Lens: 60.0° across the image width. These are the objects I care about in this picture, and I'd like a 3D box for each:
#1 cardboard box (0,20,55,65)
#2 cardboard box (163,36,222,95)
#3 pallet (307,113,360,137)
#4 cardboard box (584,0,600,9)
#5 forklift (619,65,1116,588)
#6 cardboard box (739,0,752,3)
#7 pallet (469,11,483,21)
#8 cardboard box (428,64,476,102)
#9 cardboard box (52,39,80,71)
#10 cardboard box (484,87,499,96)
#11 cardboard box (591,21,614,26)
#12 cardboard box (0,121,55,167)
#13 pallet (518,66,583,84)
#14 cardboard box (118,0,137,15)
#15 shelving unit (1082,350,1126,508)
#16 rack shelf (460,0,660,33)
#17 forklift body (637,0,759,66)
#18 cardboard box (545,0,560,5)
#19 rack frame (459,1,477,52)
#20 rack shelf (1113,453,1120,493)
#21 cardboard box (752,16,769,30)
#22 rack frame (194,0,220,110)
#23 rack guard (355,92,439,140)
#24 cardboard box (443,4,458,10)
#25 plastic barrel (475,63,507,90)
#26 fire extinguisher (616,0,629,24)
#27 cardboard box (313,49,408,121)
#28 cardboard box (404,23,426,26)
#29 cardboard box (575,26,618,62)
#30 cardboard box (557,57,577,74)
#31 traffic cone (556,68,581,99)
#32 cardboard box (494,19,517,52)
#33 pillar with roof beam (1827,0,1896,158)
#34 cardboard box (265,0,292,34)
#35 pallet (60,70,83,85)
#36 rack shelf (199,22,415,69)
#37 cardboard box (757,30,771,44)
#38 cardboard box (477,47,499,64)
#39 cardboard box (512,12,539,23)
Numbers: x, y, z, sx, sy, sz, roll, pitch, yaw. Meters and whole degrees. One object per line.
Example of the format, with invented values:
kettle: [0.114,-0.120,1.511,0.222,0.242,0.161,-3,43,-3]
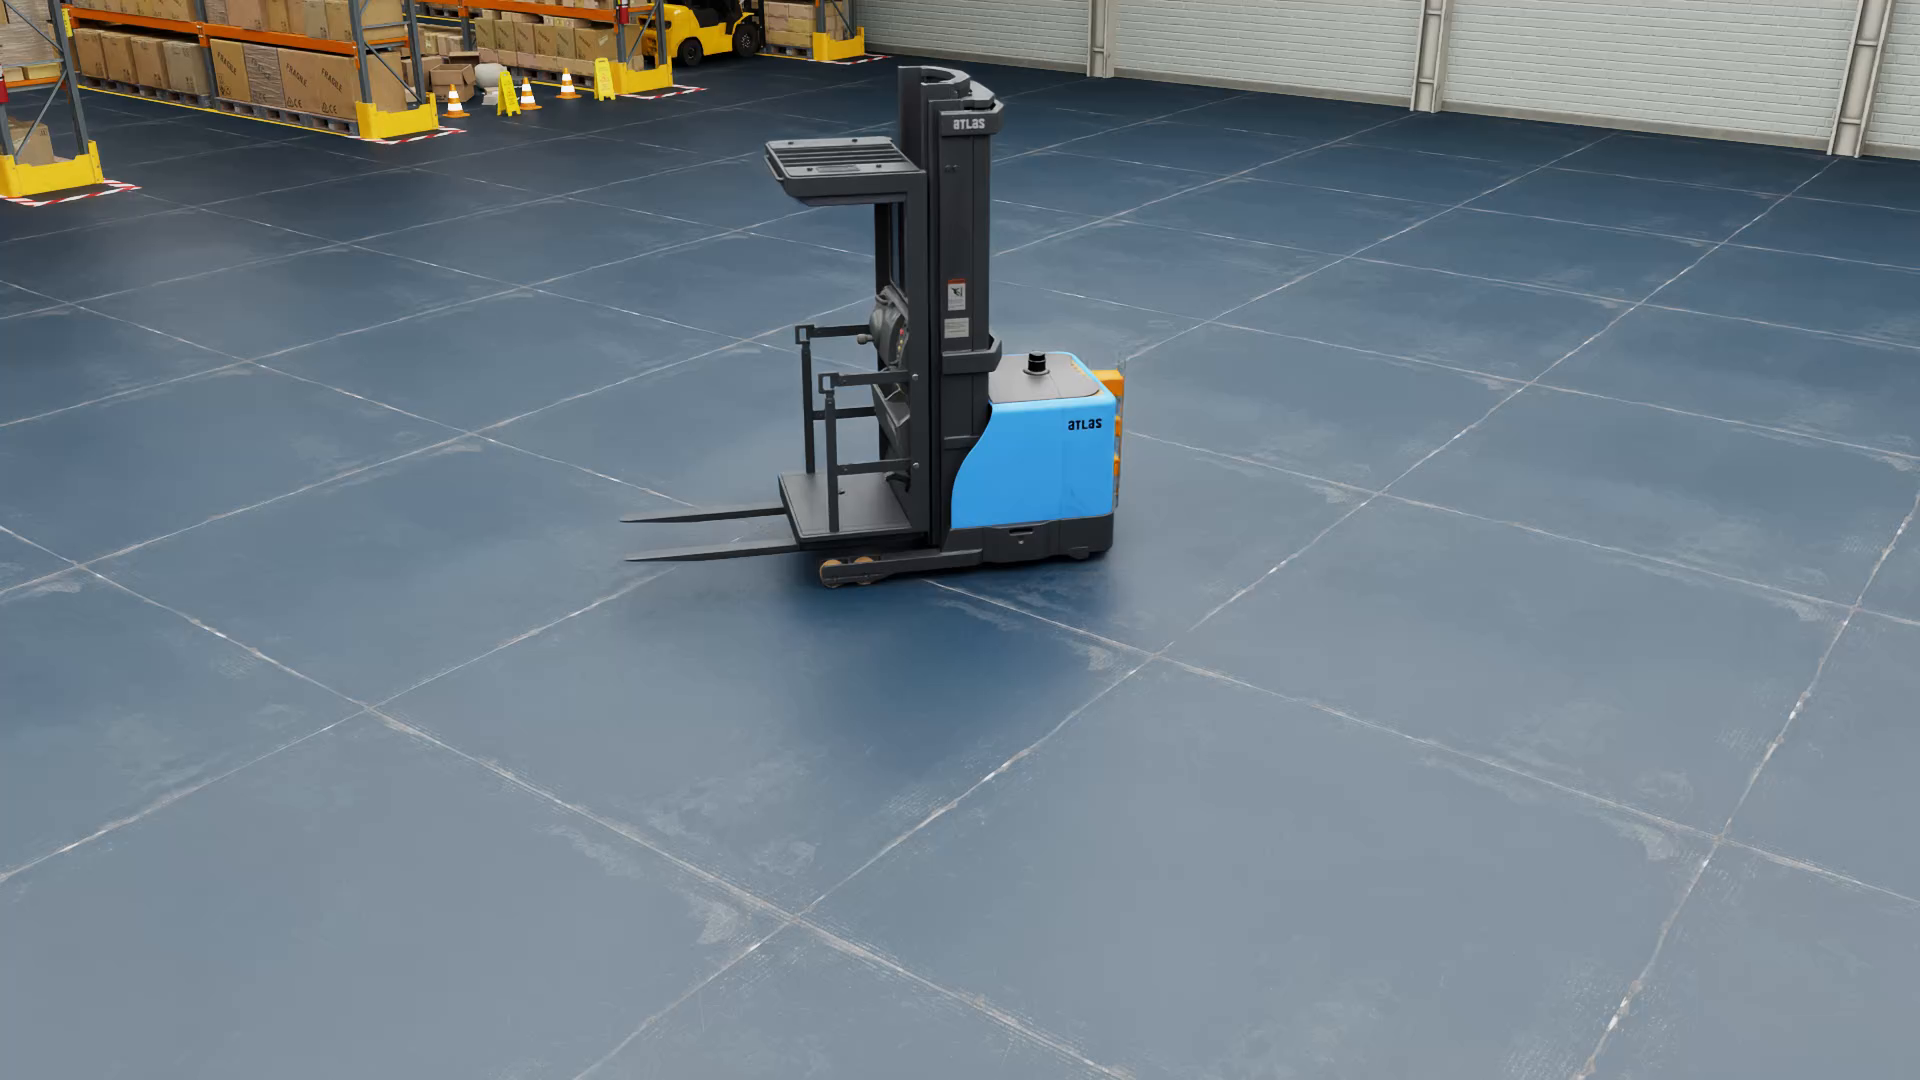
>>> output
cardboard box: [-11.649,-6.056,20.283,0.500,0.500,0.875,17,29,33]
cardboard box: [-11.921,-7.560,26.456,0.750,0.750,1.050,17,29,33]
pallet: [-8.856,-6.201,24.561,1.213,0.211,1.003,17,29,33]
cardboard box: [-5.978,-8.862,27.455,0.250,0.149,0.380,16,29,33]
forklift: [-0.608,-1.285,10.032,3.031,2.935,1.130,-5,24,-12]
cardboard box: [-4.086,-10.300,32.056,0.500,0.250,0.500,16,28,32]
pallet: [-10.256,-11.679,36.995,1.213,0.211,1.003,17,29,33]
cardboard box: [-8.205,-7.396,26.911,0.637,0.503,0.797,-1,24,-3]
cardboard box: [-15.254,-8.366,28.597,0.500,0.500,0.500,17,29,33]
cardboard box: [-7.541,-7.290,27.112,0.380,0.149,0.250,-10,26,-21]
cardboard box: [-6.201,-8.622,28.558,0.500,0.500,0.500,16,28,31]
cardboard box: [-11.715,-4.937,20.815,0.500,0.500,0.500,-20,31,-38]
pallet: [-6.943,-8.175,29.043,1.213,0.211,1.003,17,29,33]
cardboard box: [-13.164,-8.728,26.715,0.500,0.500,0.500,16,29,33]
shelving unit: [0.936,-0.734,11.105,0.252,1.050,0.215,-2,23,-7]
rack shelf: [-6.882,-9.084,28.540,4.000,0.370,1.077,17,29,33]
forklift body: [-4.919,-10.014,30.810,1.214,2.155,2.313,17,29,33]
cardboard box: [-6.775,-9.123,28.047,0.250,0.149,0.380,16,29,33]
rack frame: [-8.482,-9.897,29.493,0.127,3.000,1.000,17,29,33]
rack shelf: [0.933,-0.468,11.217,0.240,0.259,0.215,-2,23,-7]
cardboard box: [-3.705,-9.955,31.893,0.500,0.250,0.500,16,28,32]
rack frame: [-11.370,-8.276,25.813,0.127,3.000,1.000,17,29,33]
rack guard: [-8.150,-6.159,24.108,0.348,0.500,1.175,17,29,33]
cardboard box: [-11.226,-12.167,37.224,0.500,0.500,0.500,16,29,33]
plastic barrel: [-7.842,-7.762,27.842,0.512,0.421,0.421,-5,24,-12]
fire extinguisher: [-5.466,-8.718,26.913,0.183,0.674,0.296,17,29,33]
cardboard box: [-8.752,-6.671,24.285,0.875,0.875,0.875,17,29,34]
cardboard box: [-10.642,-9.539,31.417,0.625,0.372,0.950,16,28,32]
cardboard box: [-6.079,-8.317,27.865,0.500,0.500,0.500,17,29,34]
cardboard box: [-6.499,-8.100,28.304,0.500,0.250,0.500,17,29,33]
traffic cone: [-6.399,-7.457,27.100,0.334,0.463,0.336,17,29,33]
cardboard box: [-7.737,-8.819,29.005,0.500,0.500,0.500,18,30,35]
pillar with roof beam: [9.497,-7.995,17.735,0.400,9.000,9.100,17,29,33]
cardboard box: [-9.768,-7.869,24.703,0.500,0.550,0.875,17,29,33]
pallet: [-15.195,-8.156,29.000,1.213,0.211,1.003,17,29,33]
rack shelf: [-9.770,-7.463,24.860,4.000,0.370,1.077,17,29,33]
cardboard box: [-3.660,-9.725,31.992,0.500,0.250,0.500,17,29,34]
cardboard box: [-8.172,-8.601,29.441,0.500,0.250,0.500,15,28,31]
cardboard box: [-7.478,-9.004,28.620,0.250,0.149,0.380,19,30,36]
